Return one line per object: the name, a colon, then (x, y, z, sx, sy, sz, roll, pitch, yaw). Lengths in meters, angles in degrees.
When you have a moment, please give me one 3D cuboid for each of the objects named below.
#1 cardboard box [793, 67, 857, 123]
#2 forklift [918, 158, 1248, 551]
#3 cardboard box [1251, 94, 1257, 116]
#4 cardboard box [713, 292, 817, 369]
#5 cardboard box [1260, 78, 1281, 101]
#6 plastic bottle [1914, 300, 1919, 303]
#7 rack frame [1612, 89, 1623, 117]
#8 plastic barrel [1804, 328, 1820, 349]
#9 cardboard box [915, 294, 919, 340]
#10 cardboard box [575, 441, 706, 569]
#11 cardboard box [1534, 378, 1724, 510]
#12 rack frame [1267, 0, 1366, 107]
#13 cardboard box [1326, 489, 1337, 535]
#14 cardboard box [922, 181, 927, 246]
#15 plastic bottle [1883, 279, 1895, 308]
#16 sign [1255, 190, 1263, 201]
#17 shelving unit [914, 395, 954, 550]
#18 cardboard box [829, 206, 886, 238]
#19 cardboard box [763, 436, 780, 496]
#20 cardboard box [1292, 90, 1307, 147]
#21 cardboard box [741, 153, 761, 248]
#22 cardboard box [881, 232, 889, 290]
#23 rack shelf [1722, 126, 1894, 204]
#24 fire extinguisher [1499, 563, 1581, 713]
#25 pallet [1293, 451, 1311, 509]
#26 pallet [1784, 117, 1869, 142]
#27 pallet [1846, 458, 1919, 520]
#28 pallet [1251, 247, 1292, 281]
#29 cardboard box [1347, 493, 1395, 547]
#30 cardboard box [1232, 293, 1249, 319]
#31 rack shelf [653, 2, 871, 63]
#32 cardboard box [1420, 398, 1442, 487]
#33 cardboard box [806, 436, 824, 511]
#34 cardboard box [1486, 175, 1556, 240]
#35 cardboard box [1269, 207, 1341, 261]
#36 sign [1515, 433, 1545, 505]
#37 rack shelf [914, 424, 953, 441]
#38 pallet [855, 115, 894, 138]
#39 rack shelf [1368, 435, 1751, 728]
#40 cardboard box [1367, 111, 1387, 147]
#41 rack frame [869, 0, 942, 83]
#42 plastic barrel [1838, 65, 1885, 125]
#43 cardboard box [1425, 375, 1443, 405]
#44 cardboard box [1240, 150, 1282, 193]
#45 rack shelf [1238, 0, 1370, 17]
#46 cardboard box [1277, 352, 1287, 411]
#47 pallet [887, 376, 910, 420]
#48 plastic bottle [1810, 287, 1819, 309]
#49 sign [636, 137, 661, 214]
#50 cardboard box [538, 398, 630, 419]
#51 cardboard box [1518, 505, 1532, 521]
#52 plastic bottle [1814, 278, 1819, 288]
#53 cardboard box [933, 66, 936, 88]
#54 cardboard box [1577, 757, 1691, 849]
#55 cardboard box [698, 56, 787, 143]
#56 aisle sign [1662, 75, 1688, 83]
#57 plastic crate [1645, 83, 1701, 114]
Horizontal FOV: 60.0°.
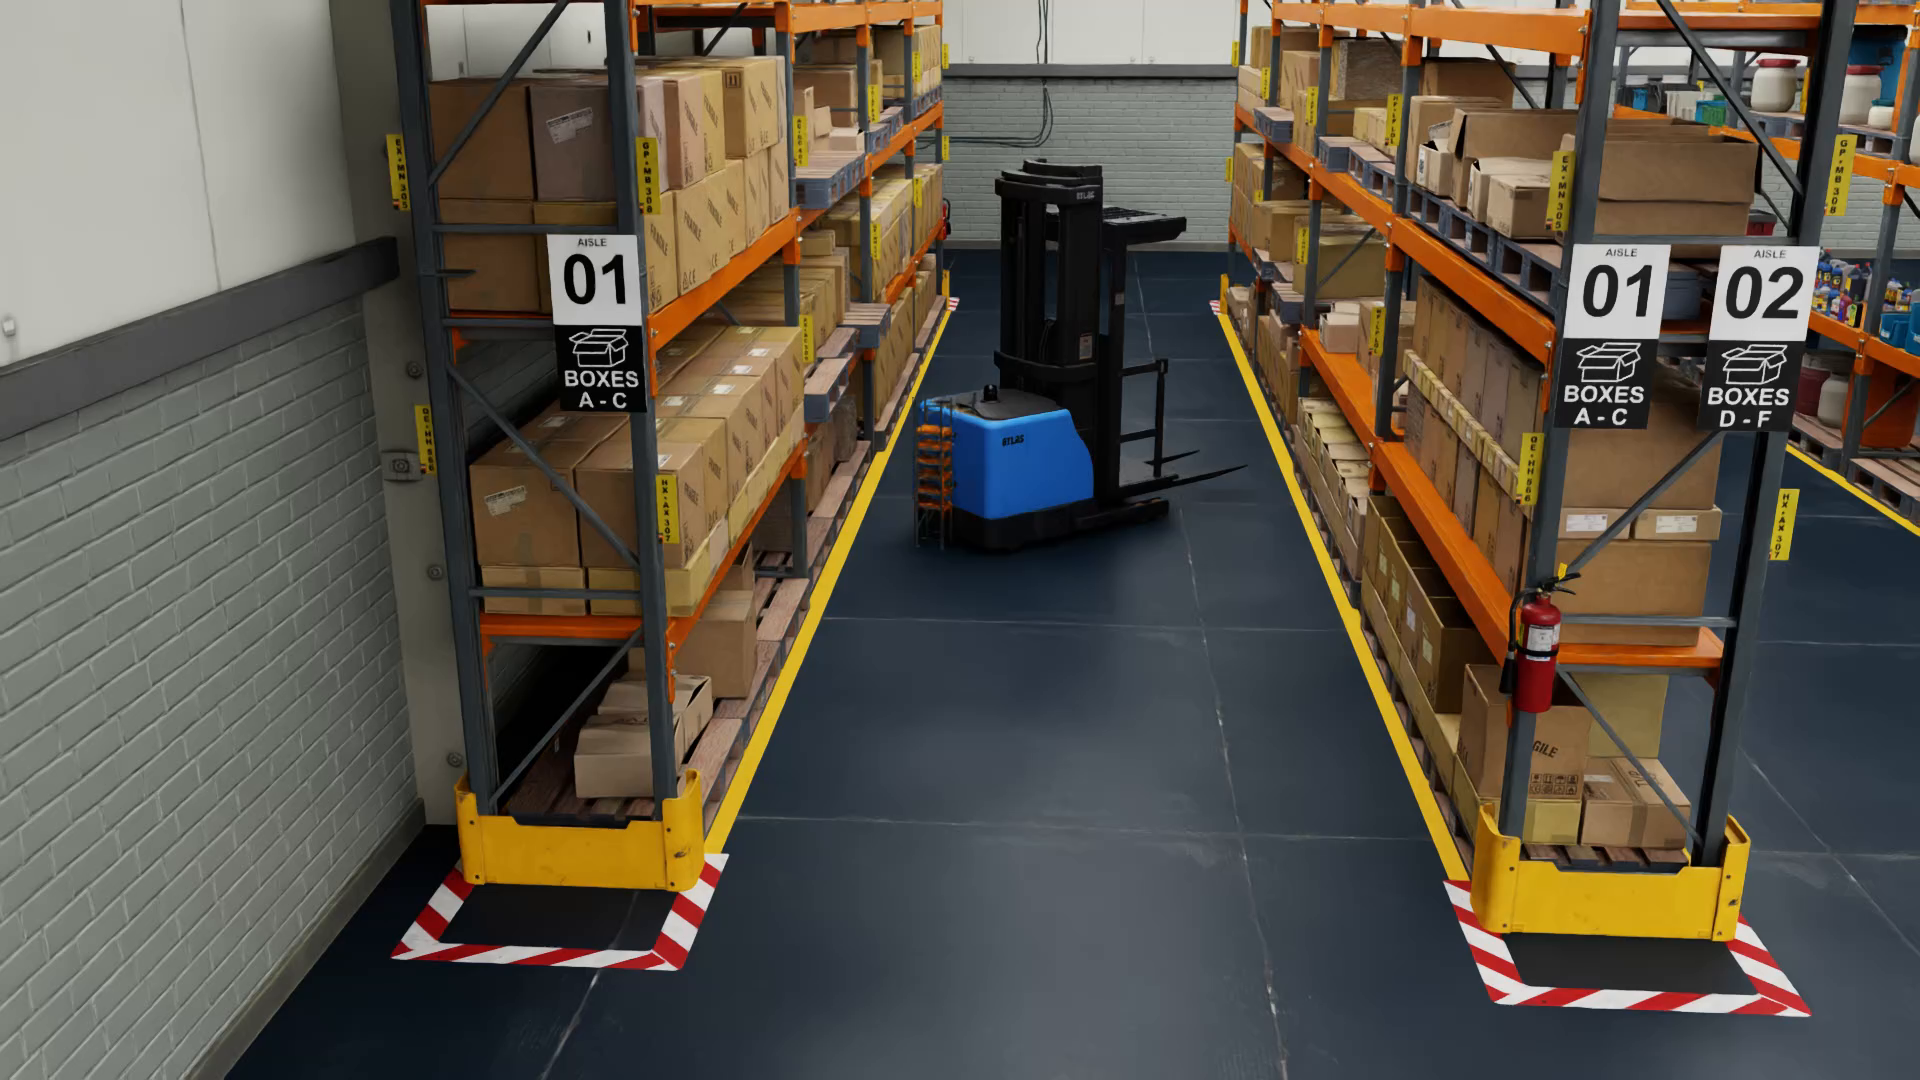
cardboard box: (-1.353, -4.226, 15.819, 0.700, 0.500, 0.500, 0, 18, 1)
forklift: (1.141, -1.655, 13.766, 3.031, 2.935, 1.130, -13, 22, -34)
cardboard box: (3.755, -5.181, 19.841, 0.500, 0.250, 0.500, 1, 18, 4)
cardboard box: (-1.485, -1.571, 12.534, 0.700, 0.500, 0.500, 3, 18, 10)
cardboard box: (3.676, -5.108, 18.816, 0.500, 0.250, 0.500, 1, 18, 4)
plastic bottle: (8.767, -2.077, 15.143, 0.152, 0.276, 0.135, 1, 18, 4)
rack frame: (9.139, -4.490, 22.308, 1.000, 3.000, 0.127, 1, 18, 4)
plastic barrel: (8.745, -2.061, 17.593, 0.600, 0.901, 0.708, 1, 18, 4)
cardboard box: (-0.873, -2.710, 20.217, 0.700, 0.500, 0.500, 2, 18, 5)
cardboard box: (-1.556, -0.178, 8.153, 0.500, 0.500, 0.500, 1, 18, 4)
cardboard box: (3.102, -0.458, 7.758, 0.700, 0.500, 0.500, 1, 18, 4)
rack frame: (3.912, -6.210, 17.924, 1.000, 3.000, 0.127, 1, 18, 4)
cardboard box: (3.153, -0.219, 13.015, 0.500, 0.250, 0.500, 2, 18, 5)
cardboard box: (-0.916, -4.006, 20.350, 0.980, 0.700, 0.700, 1, 18, 3)
plastic bottle: (9.021, -2.394, 16.118, 0.097, 0.271, 0.097, 0, 18, 0)
sign: (3.370, -3.780, 18.753, 0.100, 0.325, 0.005, 1, 18, 4)
shelving unit: (-0.206, -0.530, 13.110, 0.258, 1.200, 0.189, 8, 20, 24)
cardboard box: (-0.989, -3.083, 16.141, 0.500, 0.250, 0.500, 1, 18, 3)
cardboard box: (-1.399, -0.457, 10.210, 0.500, 0.250, 0.500, 1, 18, 4)
cardboard box: (3.697, -4.046, 15.976, 0.910, 0.500, 0.500, 1, 18, 4)
cardboard box: (-1.443, -1.974, 9.622, 0.500, 0.500, 0.500, 1, 18, 2)
cardboard box: (-0.979, -2.732, 16.274, 0.500, 0.500, 0.500, 2, 18, 6)
rack shelf: (8.709, -3.710, 16.266, 1.077, 0.370, 4.000, 1, 18, 4)
fire extinguisher: (2.580, 0.431, 7.415, 0.296, 0.674, 0.183, 1, 18, 4)
pallet: (3.527, -0.537, 14.723, 1.003, 0.211, 1.213, 1, 18, 4)
pallet: (8.815, -3.985, 16.254, 1.003, 0.211, 1.213, 1, 18, 4)
pallet: (8.471, -0.440, 14.428, 1.003, 0.211, 1.213, 1, 18, 4)
pallet: (3.746, -3.022, 18.138, 1.003, 0.211, 1.213, 1, 18, 4)
cardboard box: (3.081, -0.166, 11.954, 0.500, 0.311, 0.500, 1, 18, 4)
cardboard box: (3.805, -3.031, 21.565, 0.500, 0.250, 0.500, 1, 18, 4)
rack shelf: (-1.459, -3.924, 12.745, 1.077, 0.370, 4.000, 1, 18, 4)
cardboard box: (3.282, -0.620, 10.338, 0.700, 0.500, 0.500, 1, 18, 3)
cardboard box: (-1.503, -0.553, 13.603, 0.700, 0.500, 0.500, 1, 18, 5)
cardboard box: (2.871, -1.616, 8.062, 0.500, 0.250, 0.500, 1, 18, 4)
cardboard box: (3.669, -3.249, 17.687, 0.700, 0.500, 0.500, 4, 19, 13)
sign: (2.511, -0.312, 7.317, 0.100, 0.325, 0.005, 1, 18, 4)
rack shelf: (-0.207, -0.830, 13.013, 0.258, 0.103, 0.180, 8, 20, 24)
pallet: (-1.246, -4.111, 16.637, 1.003, 0.211, 1.213, 2, 18, 6)
rack shelf: (3.195, 0.088, 9.491, 1.077, 0.370, 4.000, 1, 18, 4)
cardboard box: (3.629, -3.365, 13.625, 0.500, 0.250, 0.500, 2, 18, 5)
rack frame: (-0.743, -7.562, 22.049, 1.000, 3.000, 0.127, 1, 18, 4)
plastic barrel: (8.542, -4.249, 15.863, 0.433, 0.535, 0.433, 0, 18, 0)
cardboard box: (3.074, -0.912, 10.186, 0.380, 0.149, 0.250, 1, 18, 3)
cardboard box: (3.833, -4.675, 21.105, 0.500, 0.500, 0.500, 2, 18, 5)
rack shelf: (4.055, -6.488, 19.932, 1.077, 0.370, 4.000, 1, 18, 4)
cardboard box: (3.495, -1.595, 16.780, 0.500, 0.500, 0.500, 1, 18, 2)
pallet: (-1.094, -1.522, 17.730, 1.003, 0.211, 1.213, 1, 18, 4)
plastic bottle: (8.254, -2.335, 16.049, 0.097, 0.201, 0.097, 0, 18, 0)
sign: (-1.348, -1.571, 7.178, 0.100, 0.325, 0.005, 1, 18, 4)
cardboard box: (-1.989, -0.504, 9.149, 0.500, 0.500, 0.500, 1, 18, 2)
cardboard box: (2.906, -0.192, 7.991, 0.380, 0.149, 0.250, 2, 18, 5)
plastic bottle: (8.408, -2.494, 16.405, 0.061, 0.283, 0.133, 1, 18, 4)
cardboard box: (-0.566, -5.917, 21.253, 0.500, 0.250, 0.500, 1, 18, 2)
cardboard box: (3.312, 1.313, 8.340, 0.500, 0.250, 0.500, 1, 18, 4)
cardboard box: (-1.368, -2.780, 10.474, 0.500, 0.500, 0.500, 0, 18, -1)
aisle sign: (9.436, -5.741, 21.952, 0.394, 0.787, 0.004, 1, 18, 4)
plastic crate: (8.755, -5.417, 20.422, 0.504, 0.338, 0.767, 1, 18, 4)
